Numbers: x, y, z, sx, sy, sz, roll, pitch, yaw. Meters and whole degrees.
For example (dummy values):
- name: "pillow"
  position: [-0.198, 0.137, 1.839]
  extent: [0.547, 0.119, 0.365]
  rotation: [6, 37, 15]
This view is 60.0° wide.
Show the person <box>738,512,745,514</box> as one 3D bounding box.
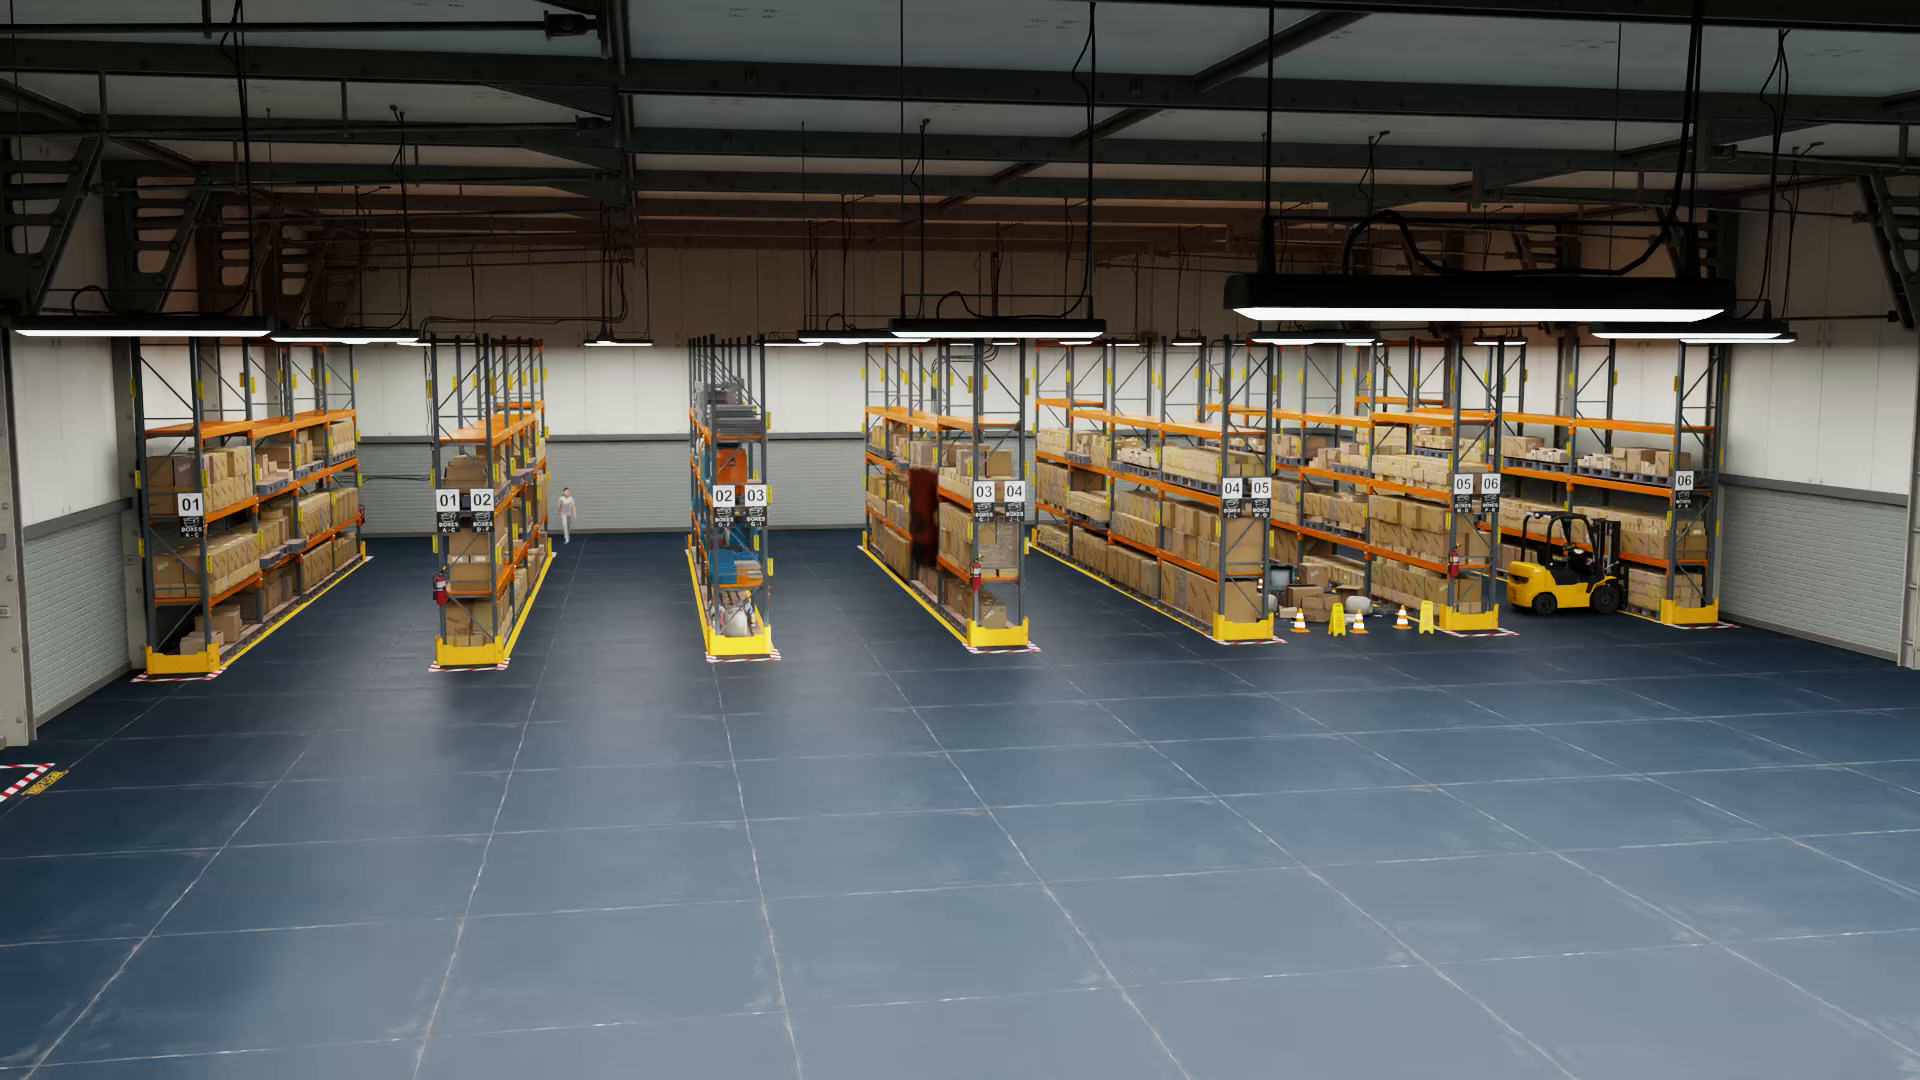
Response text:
- name: "person"
  position: [-6.743, -0.990, 50.852]
  extent: [0.580, 1.762, 0.489]
  rotation: [6, 9, 43]

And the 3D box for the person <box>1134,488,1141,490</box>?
- name: "person"
  position: [5.185, -0.674, 48.676]
  extent: [0.627, 1.685, 0.536]
  rotation: [2, 7, 19]

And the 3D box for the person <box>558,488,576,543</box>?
- name: "person"
  position: [-11.669, -0.750, 49.336]
  extent: [0.477, 1.592, 1.097]
  rotation: [-3, 7, -26]
